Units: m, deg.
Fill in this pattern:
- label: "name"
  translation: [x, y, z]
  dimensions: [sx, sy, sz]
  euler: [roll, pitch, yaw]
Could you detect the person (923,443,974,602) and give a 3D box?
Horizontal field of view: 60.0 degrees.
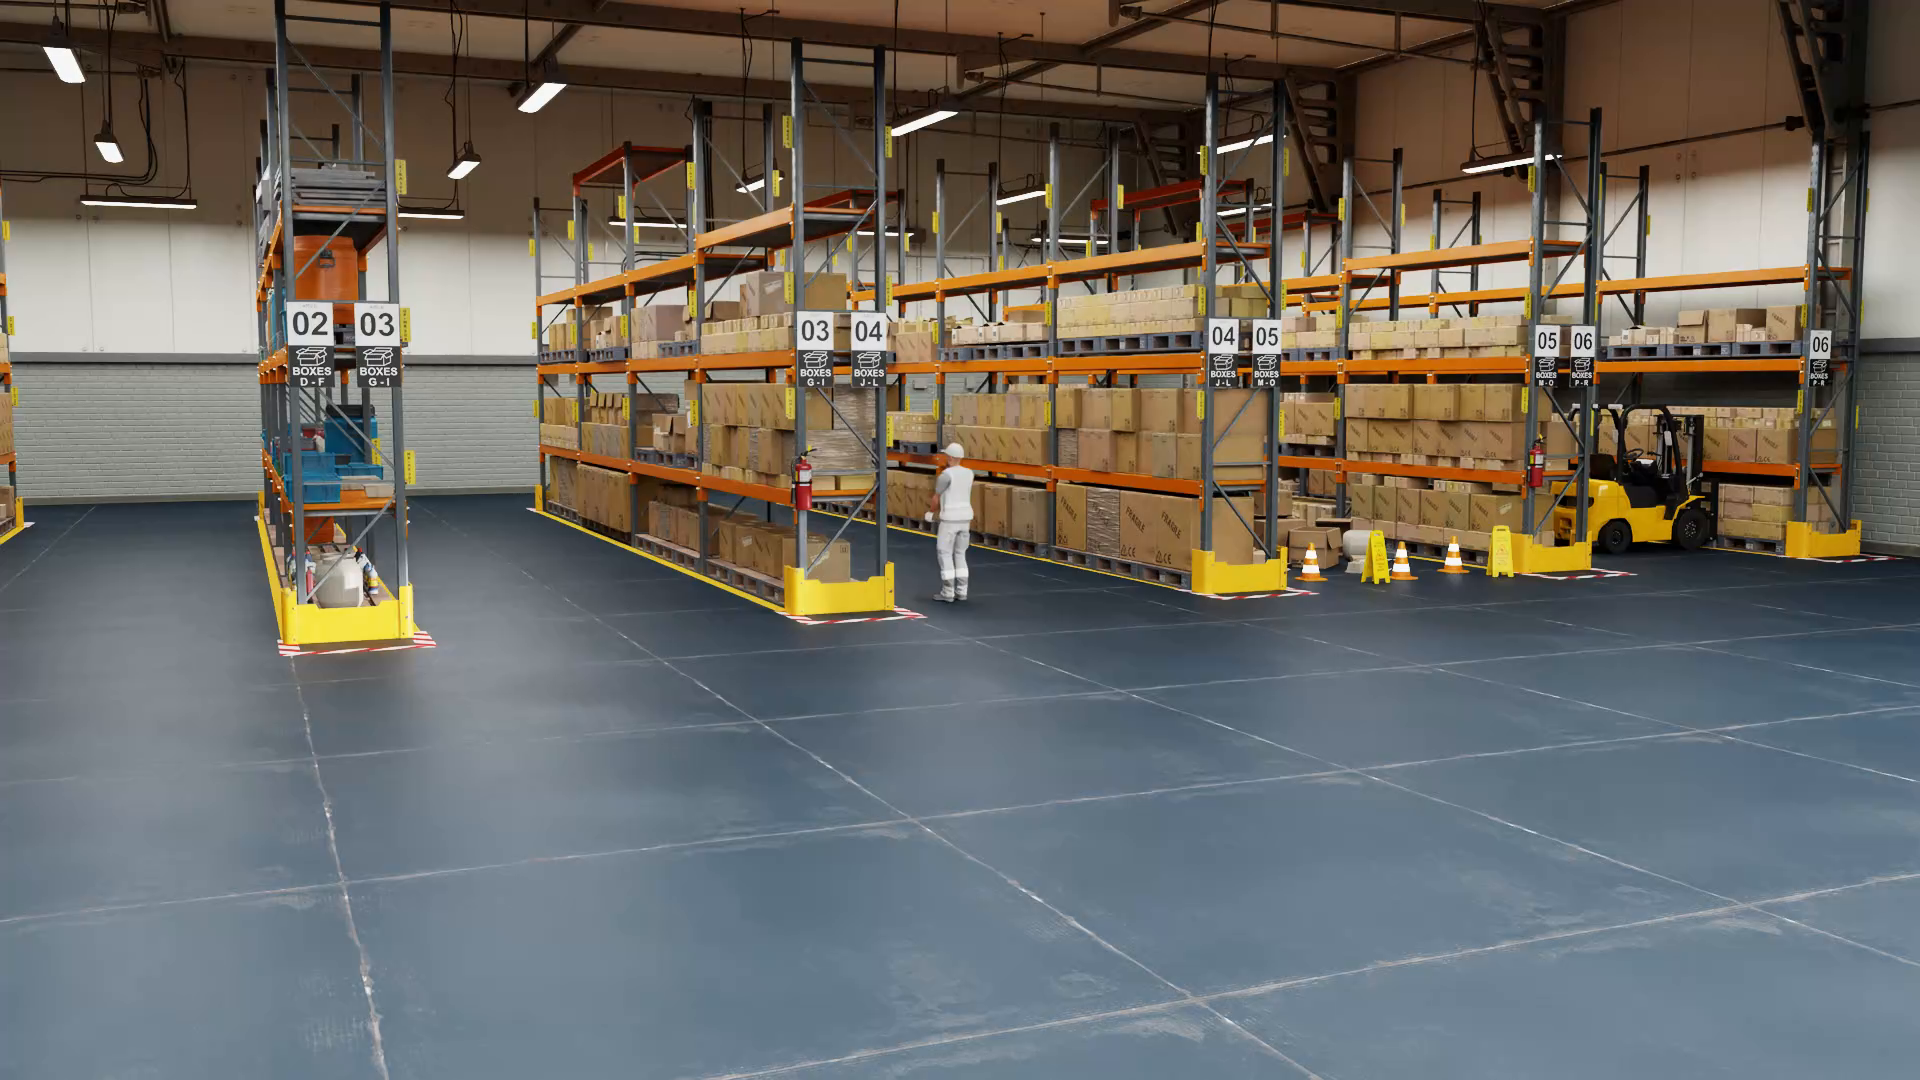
- label: "person"
  translation: [-0.130, -0.207, 18.801]
  dimensions: [0.474, 1.787, 0.561]
  euler: [-5, 7, -43]
